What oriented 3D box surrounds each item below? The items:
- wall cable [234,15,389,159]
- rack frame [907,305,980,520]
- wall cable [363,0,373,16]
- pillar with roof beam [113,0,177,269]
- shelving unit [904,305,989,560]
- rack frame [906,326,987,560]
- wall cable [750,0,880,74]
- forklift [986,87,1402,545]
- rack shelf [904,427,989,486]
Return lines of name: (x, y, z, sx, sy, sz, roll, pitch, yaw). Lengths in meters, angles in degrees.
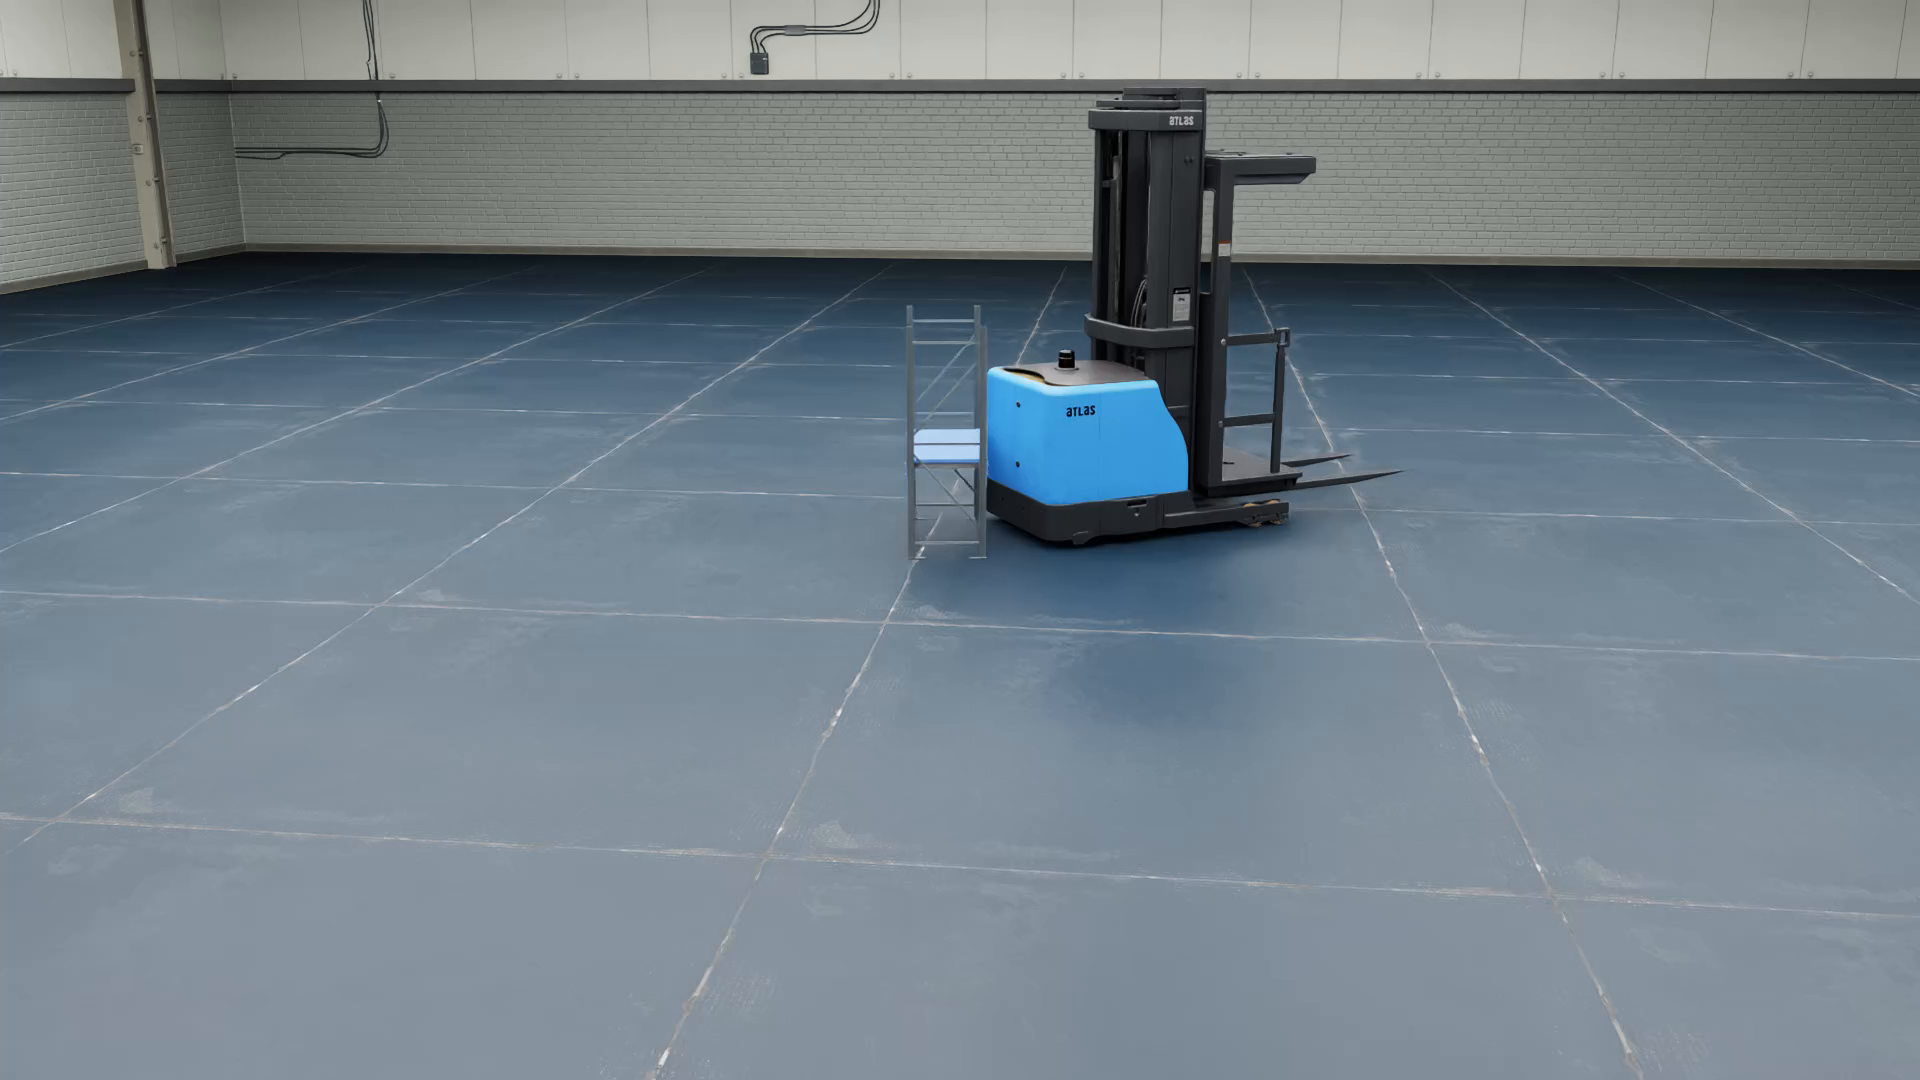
wall cable: (-11.964, -8.218, 30.265, 3.097, 2.526, 0.112, 2, 15, 6)
rack frame: (-0.111, -0.868, 11.499, 0.500, 1.500, 0.032, 0, 15, -1)
wall cable: (-9.276, -10.577, 29.311, 3.097, 2.526, 0.112, 2, 15, 6)
pillar with roof beam: (-9.332, -8.865, 26.709, 9.100, 9.000, 0.400, 2, 15, 6)
shelving unit: (-0.098, -0.735, 11.008, 0.538, 1.500, 1.048, 0, 15, -1)
rack frame: (-0.084, -0.603, 10.518, 0.500, 1.500, 0.032, 0, 15, -1)
wall cable: (-2.533, -11.075, 28.366, 2.305, 6.003, 0.169, 2, 15, 6)
forklift: (1.728, -1.619, 11.535, 3.031, 2.935, 1.130, -7, 17, -24)
rack shelf: (-0.098, -0.562, 11.055, 0.538, 0.185, 1.000, 0, 15, -1)
